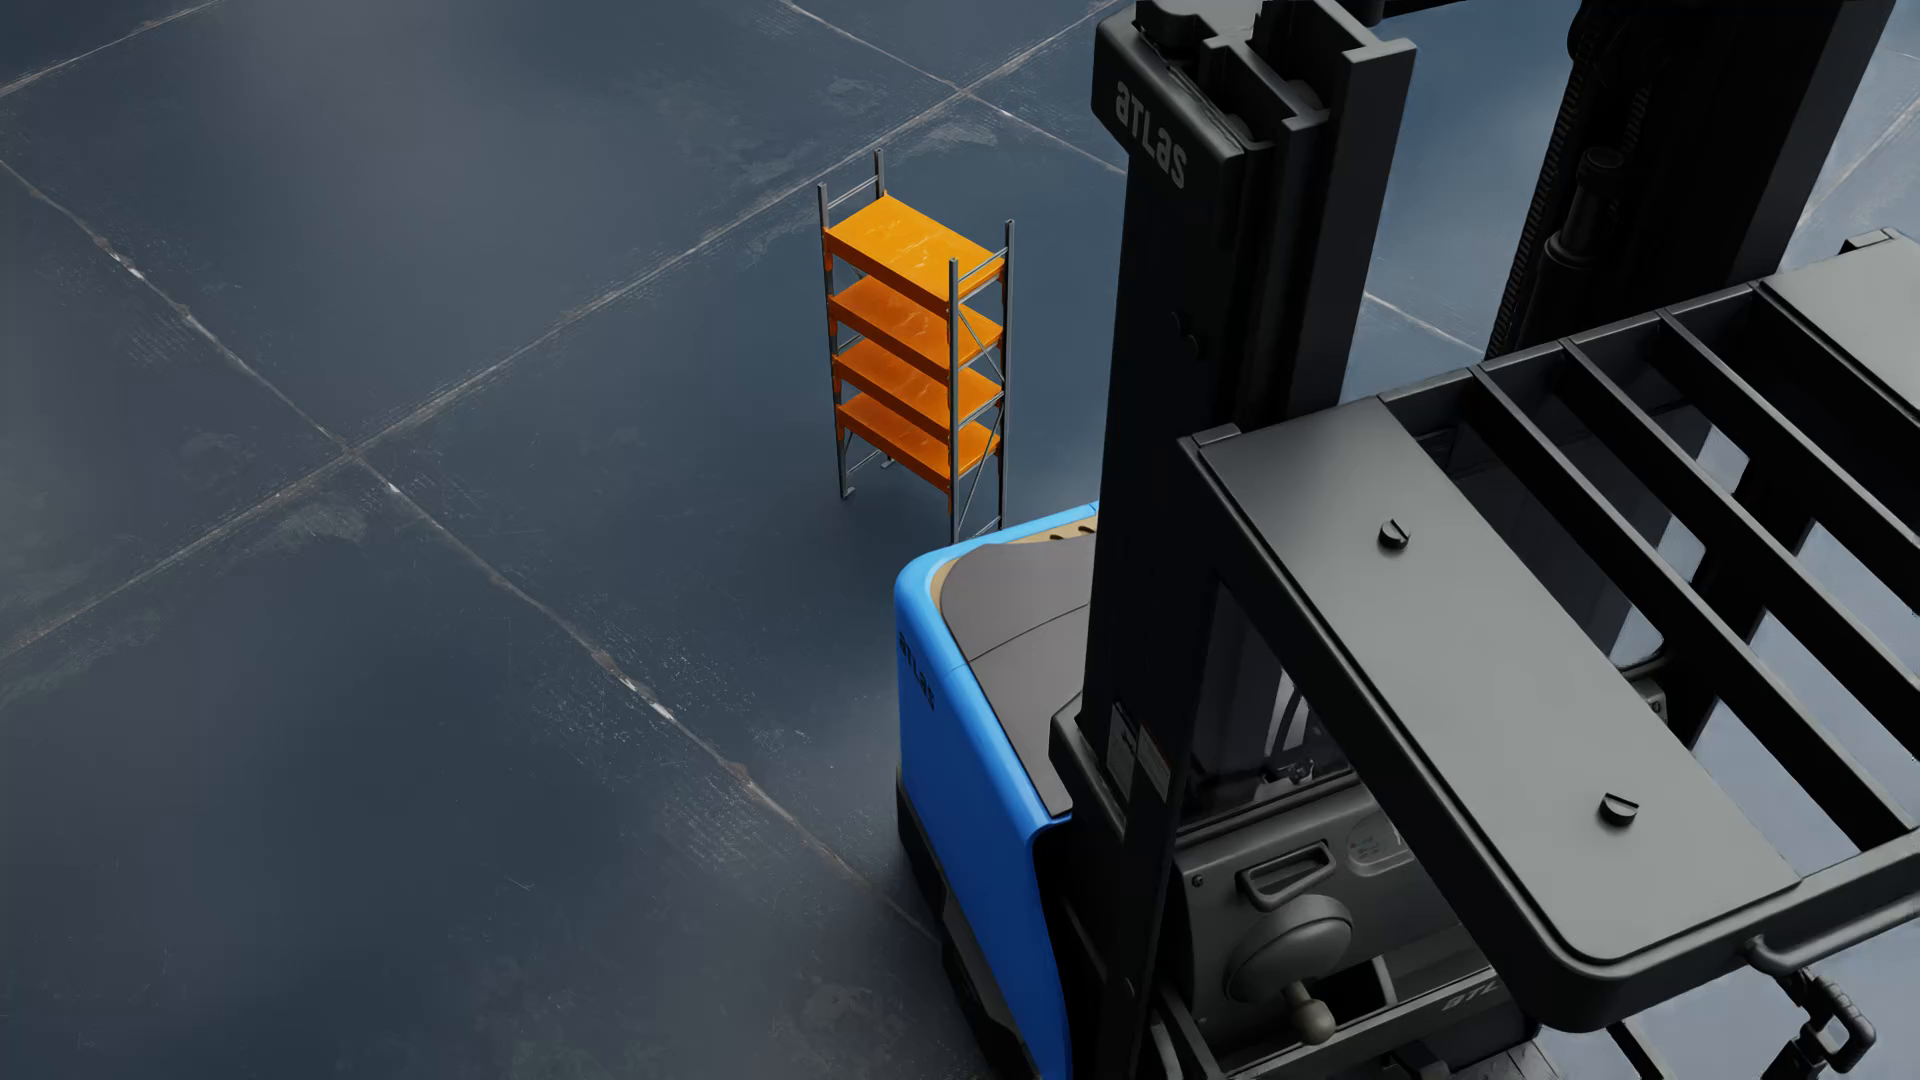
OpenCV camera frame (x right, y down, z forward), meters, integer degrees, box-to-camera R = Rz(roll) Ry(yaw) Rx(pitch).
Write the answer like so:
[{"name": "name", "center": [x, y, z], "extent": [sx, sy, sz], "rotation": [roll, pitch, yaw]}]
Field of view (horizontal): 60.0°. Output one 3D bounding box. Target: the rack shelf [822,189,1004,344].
[{"name": "rack shelf", "center": [-0.122, -0.762, 4.603], "extent": [0.480, 0.148, 0.258], "rotation": [34, 55, 28]}]

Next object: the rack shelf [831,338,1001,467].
[{"name": "rack shelf", "center": [-0.122, -0.446, 4.938], "extent": [0.480, 0.148, 0.258], "rotation": [34, 55, 28]}]

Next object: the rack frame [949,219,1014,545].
[{"name": "rack frame", "center": [0.058, -0.372, 4.776], "extent": [0.015, 1.200, 0.240], "rotation": [34, 55, 28]}]

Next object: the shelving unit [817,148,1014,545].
[{"name": "shelving unit", "center": [-0.122, -0.493, 4.889], "extent": [0.503, 1.200, 0.258], "rotation": [34, 55, 28]}]

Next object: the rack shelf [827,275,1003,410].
[{"name": "rack shelf", "center": [-0.122, -0.600, 4.775], "extent": [0.480, 0.148, 0.258], "rotation": [34, 55, 28]}]

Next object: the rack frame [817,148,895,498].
[{"name": "rack frame", "center": [-0.301, -0.613, 5.003], "extent": [0.015, 1.200, 0.240], "rotation": [34, 55, 28]}]

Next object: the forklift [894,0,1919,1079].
[{"name": "forklift", "center": [0.870, 0.638, 2.640], "extent": [1.130, 2.935, 3.031], "rotation": [-17, 49, -15]}]

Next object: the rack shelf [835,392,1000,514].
[{"name": "rack shelf", "center": [-0.122, -0.311, 5.083], "extent": [0.480, 0.148, 0.258], "rotation": [34, 55, 28]}]
